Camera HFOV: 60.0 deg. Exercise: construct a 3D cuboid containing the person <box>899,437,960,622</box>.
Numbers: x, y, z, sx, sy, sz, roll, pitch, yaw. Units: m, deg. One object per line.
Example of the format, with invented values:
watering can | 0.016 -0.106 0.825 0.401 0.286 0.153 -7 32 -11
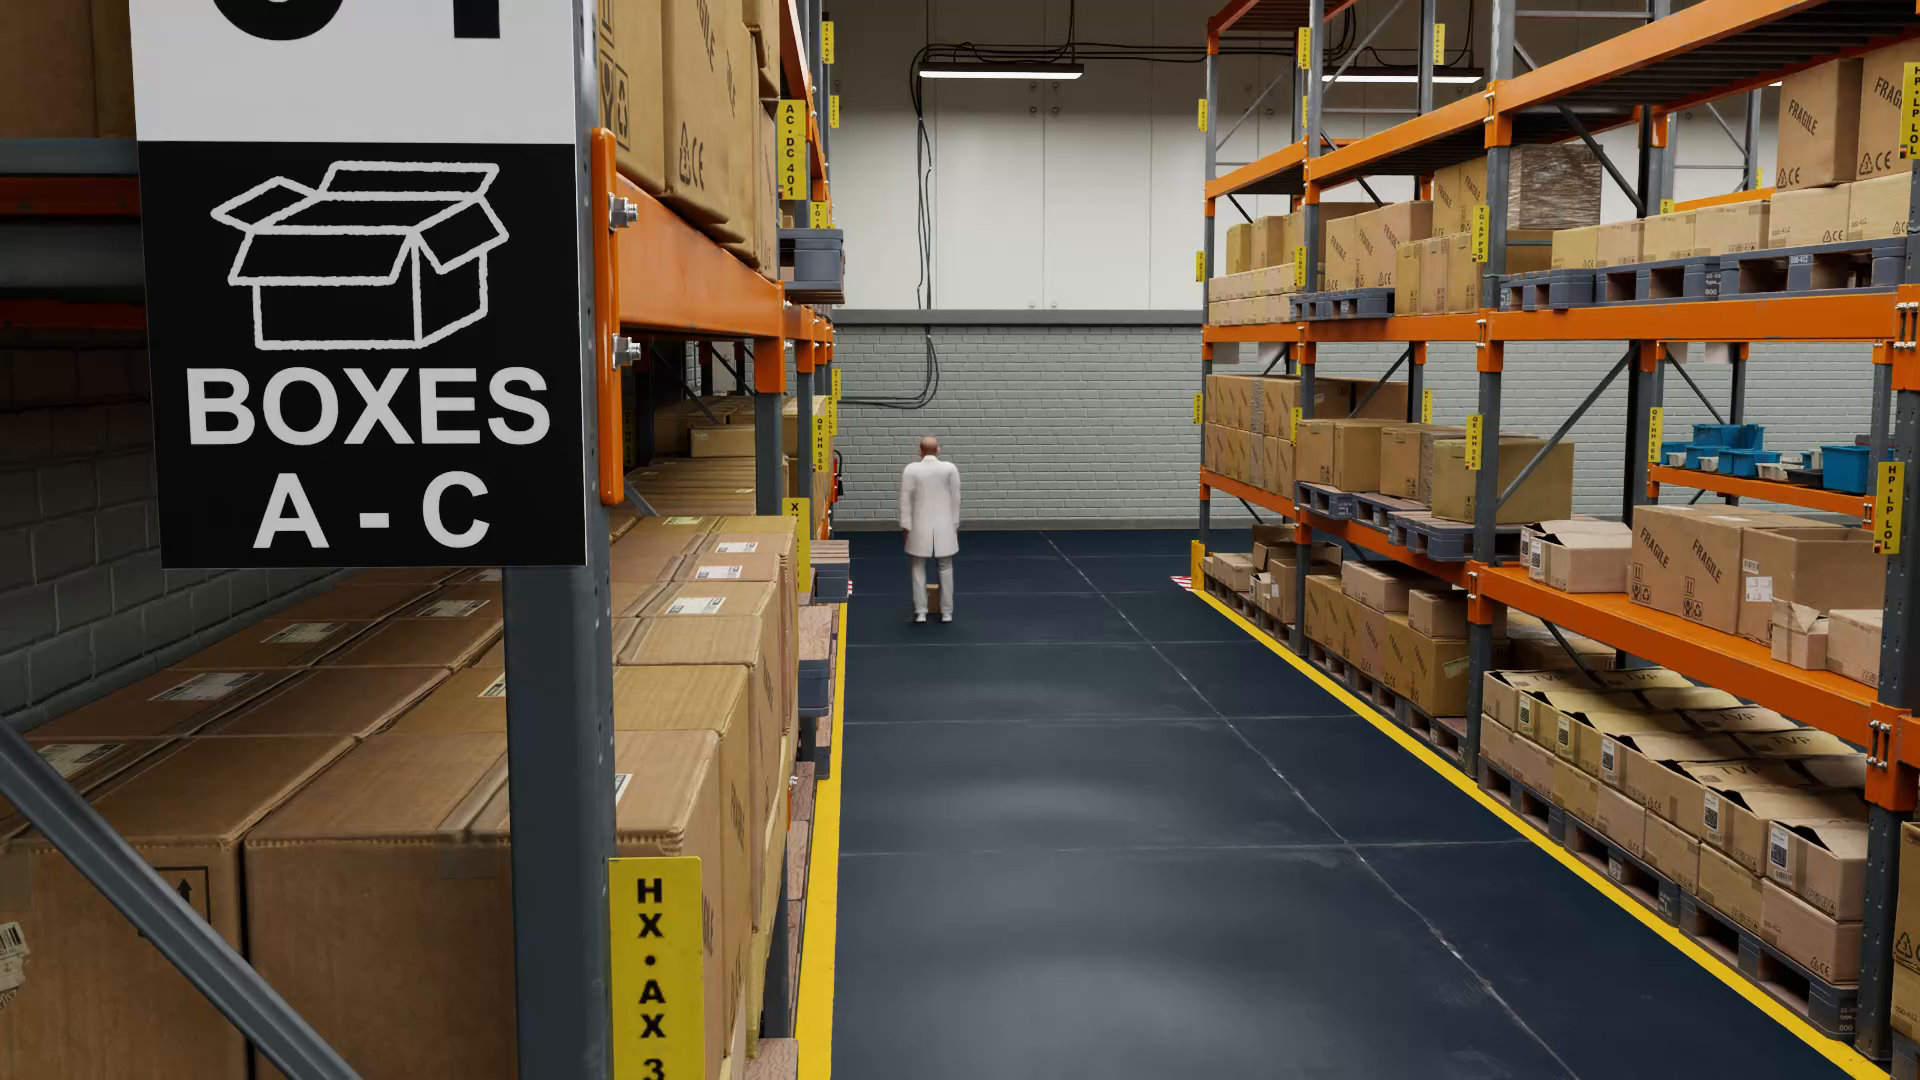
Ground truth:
person | -0.290 -0.098 15.796 0.579 1.752 0.395 0 7 -4
